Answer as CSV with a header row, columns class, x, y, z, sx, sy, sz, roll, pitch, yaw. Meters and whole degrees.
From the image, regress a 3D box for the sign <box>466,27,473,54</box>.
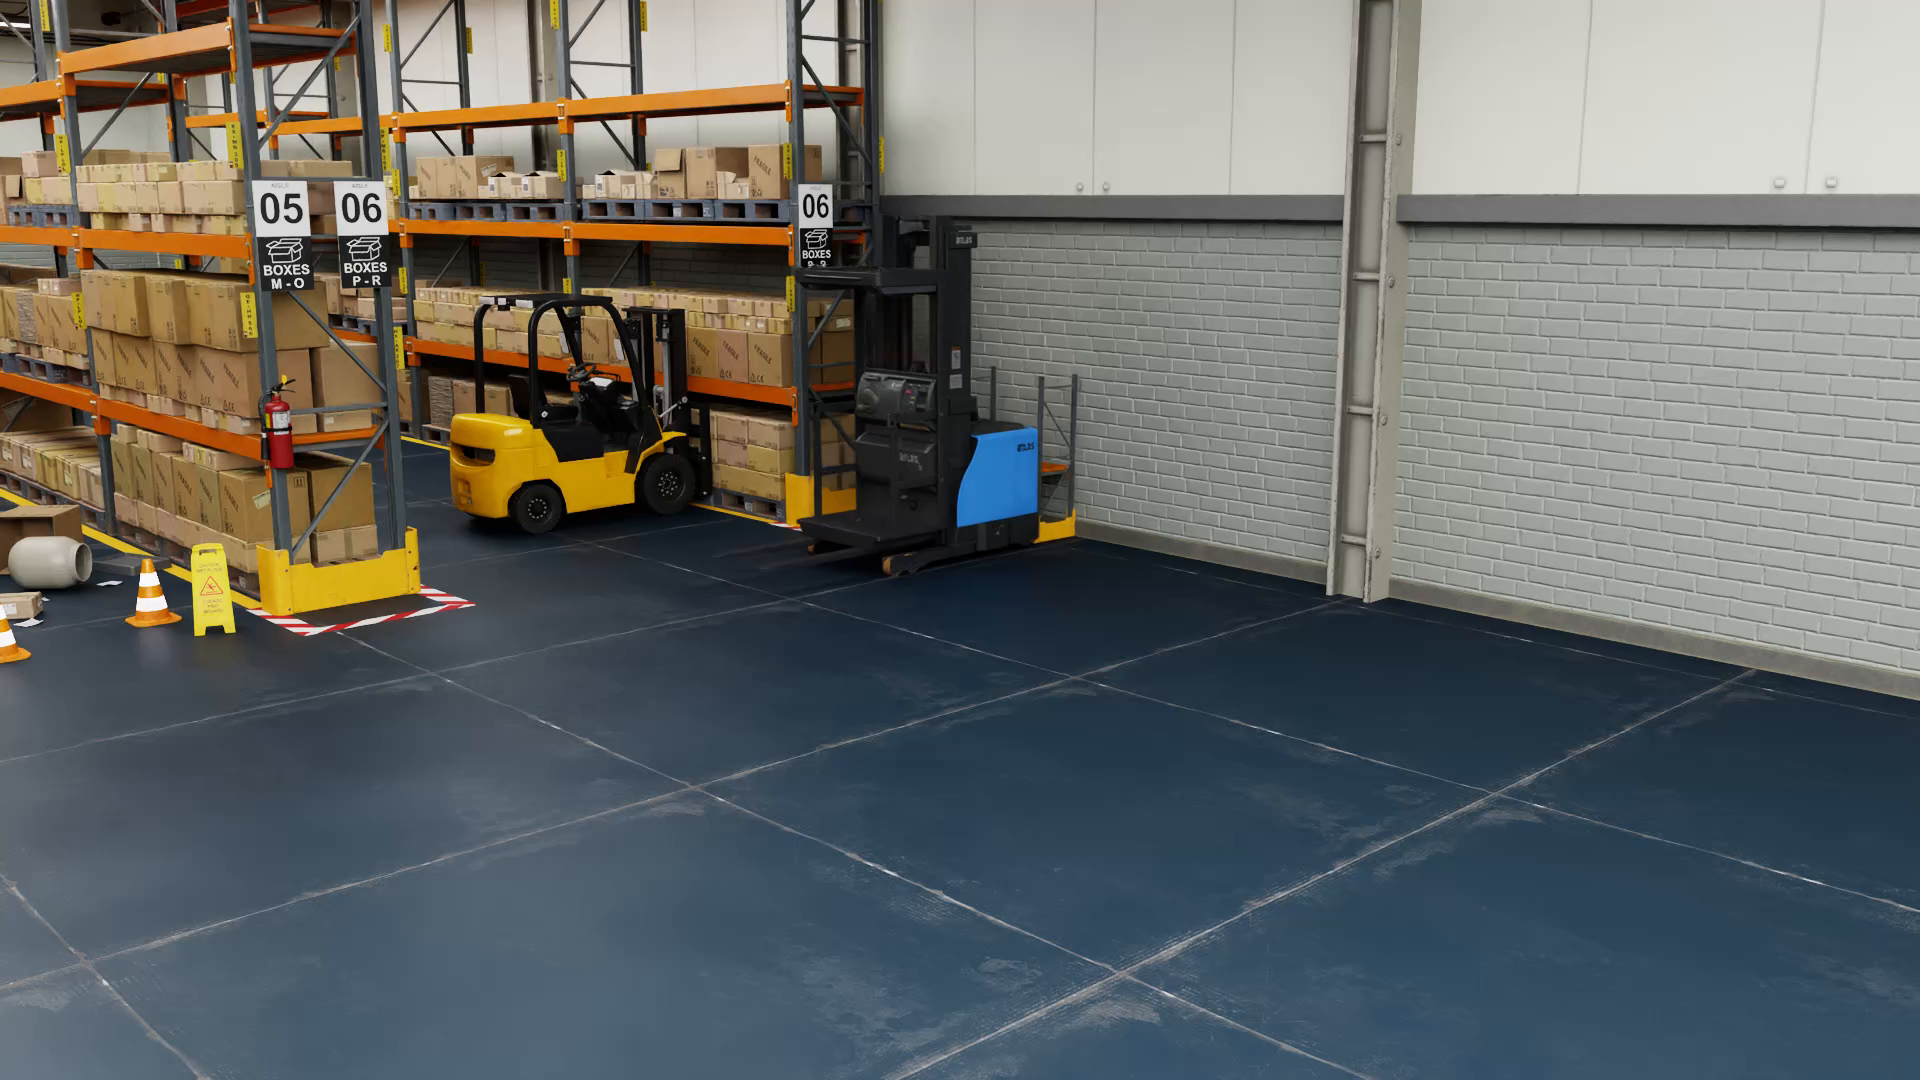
class,x,y,z,sx,sy,sz,roll,pitch,yaw
sign,-6.297,-6.400,21.305,0.100,0.325,0.005,-11,16,-43

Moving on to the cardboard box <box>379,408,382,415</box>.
class,x,y,z,sx,sy,sz,roll,pitch,yaw
cardboard box,-7.482,-1.936,22.368,0.500,0.500,0.500,-11,16,-43

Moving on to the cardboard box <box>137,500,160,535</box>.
class,x,y,z,sx,sy,sz,roll,pitch,yaw
cardboard box,-6.932,-0.231,14.713,0.500,0.250,0.500,-10,15,-39

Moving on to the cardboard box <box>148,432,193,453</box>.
class,x,y,z,sx,sy,sz,roll,pitch,yaw
cardboard box,-6.722,-0.853,14.262,0.380,0.149,0.250,-10,15,-39

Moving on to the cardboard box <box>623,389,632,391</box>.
class,x,y,z,sx,sy,sz,roll,pitch,yaw
cardboard box,-3.454,-1.569,18.726,0.500,0.250,0.500,-10,16,-41

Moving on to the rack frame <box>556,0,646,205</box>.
class,x,y,z,sx,sy,sz,roll,pitch,yaw
rack frame,-3.934,-5.203,18.204,1.000,3.000,0.127,-11,16,-43

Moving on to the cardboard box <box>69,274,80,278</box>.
class,x,y,z,sx,sy,sz,roll,pitch,yaw
cardboard box,-8.950,-2.675,17.167,0.250,0.149,0.380,11,16,42

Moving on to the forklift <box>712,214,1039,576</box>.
class,x,y,z,sx,sy,sz,roll,pitch,yaw
forklift,-0.698,-1.251,14.061,3.031,2.935,1.130,-11,16,-43

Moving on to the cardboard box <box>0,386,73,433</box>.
class,x,y,z,sx,sy,sz,roll,pitch,yaw
cardboard box,-10.701,-1.434,19.000,0.875,0.875,0.875,-11,16,-43

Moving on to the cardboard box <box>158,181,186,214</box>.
class,x,y,z,sx,sy,sz,roll,pitch,yaw
cardboard box,-6.015,-2.716,13.200,0.500,0.250,0.500,-10,16,-41

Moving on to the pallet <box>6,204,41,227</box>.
class,x,y,z,sx,sy,sz,roll,pitch,yaw
pallet,-8.589,-3.206,16.407,1.213,0.211,1.003,-11,16,-43

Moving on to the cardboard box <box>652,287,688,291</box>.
class,x,y,z,sx,sy,sz,roll,pitch,yaw
cardboard box,-3.159,-2.693,18.298,0.380,0.149,0.250,-11,16,-43

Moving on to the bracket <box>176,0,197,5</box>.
class,x,y,z,sx,sy,sz,roll,pitch,yaw
bracket,-11.610,-8.748,26.489,0.076,0.066,4.783,-11,16,-43

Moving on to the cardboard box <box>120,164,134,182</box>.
class,x,y,z,sx,sy,sz,roll,pitch,yaw
cardboard box,-6.793,-3.073,13.944,0.250,0.149,0.380,11,16,43

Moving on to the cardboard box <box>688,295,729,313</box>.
class,x,y,z,sx,sy,sz,roll,pitch,yaw
cardboard box,-2.525,-2.389,16.818,0.380,0.149,0.250,-10,16,-41

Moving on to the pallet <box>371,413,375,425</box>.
class,x,y,z,sx,sy,sz,roll,pitch,yaw
pallet,-8.023,-1.775,23.342,1.003,0.211,1.213,-11,16,-43

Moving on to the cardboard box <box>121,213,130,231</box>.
class,x,y,z,sx,sy,sz,roll,pitch,yaw
cardboard box,-6.948,-2.730,14.257,0.380,0.149,0.250,-10,15,-41

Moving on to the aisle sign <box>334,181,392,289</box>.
class,x,y,z,sx,sy,sz,roll,pitch,yaw
aisle sign,-4.492,-2.296,12.519,0.394,0.787,0.004,-11,16,-43

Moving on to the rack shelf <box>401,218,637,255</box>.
class,x,y,z,sx,sy,sz,roll,pitch,yaw
rack shelf,-5.315,-3.673,19.996,1.077,0.370,4.000,-11,16,-43

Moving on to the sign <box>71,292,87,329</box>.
class,x,y,z,sx,sy,sz,roll,pitch,yaw
sign,-7.920,-2.062,14.954,0.100,0.325,0.005,-11,16,-43

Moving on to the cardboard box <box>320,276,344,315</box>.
class,x,y,z,sx,sy,sz,roll,pitch,yaw
cardboard box,-8.387,-3.395,23.007,0.700,0.500,0.500,-11,16,-43

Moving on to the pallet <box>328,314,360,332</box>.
class,x,y,z,sx,sy,sz,roll,pitch,yaw
pallet,-8.043,-3.038,23.036,1.003,0.211,1.213,-11,16,-43

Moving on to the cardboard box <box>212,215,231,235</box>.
class,x,y,z,sx,sy,sz,roll,pitch,yaw
cardboard box,-5.403,-2.380,12.556,0.380,0.149,0.250,-11,16,-42

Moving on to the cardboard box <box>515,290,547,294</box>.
class,x,y,z,sx,sy,sz,roll,pitch,yaw
cardboard box,-5.251,-2.975,20.399,0.380,0.149,0.250,-10,15,-41

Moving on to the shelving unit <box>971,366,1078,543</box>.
class,x,y,z,sx,sy,sz,roll,pitch,yaw
shelving unit,0.503,-0.821,15.462,1.083,1.500,0.587,12,15,43

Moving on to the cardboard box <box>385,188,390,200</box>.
class,x,y,z,sx,sy,sz,roll,pitch,yaw
cardboard box,-7.280,-4.498,21.600,0.250,0.149,0.380,11,16,44

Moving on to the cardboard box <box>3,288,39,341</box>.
class,x,y,z,sx,sy,sz,roll,pitch,yaw
cardboard box,-9.404,-2.307,16.989,0.500,0.500,0.500,-11,16,-42

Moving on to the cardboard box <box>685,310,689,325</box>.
class,x,y,z,sx,sy,sz,roll,pitch,yaw
cardboard box,-2.624,-2.292,17.086,0.380,0.149,0.250,-11,16,-43

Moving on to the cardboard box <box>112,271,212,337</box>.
class,x,y,z,sx,sy,sz,roll,pitch,yaw
cardboard box,-6.710,-2.008,14.099,0.700,0.500,0.500,-11,16,-44

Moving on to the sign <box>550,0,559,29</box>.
class,x,y,z,sx,sy,sz,roll,pitch,yaw
sign,-4.318,-5.622,17.726,0.100,0.325,0.005,-11,16,-43

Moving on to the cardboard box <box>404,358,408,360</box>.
class,x,y,z,sx,sy,sz,roll,pitch,yaw
cardboard box,-7.763,-2.448,23.247,0.380,0.149,0.250,-11,16,-42

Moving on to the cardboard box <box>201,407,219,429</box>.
class,x,y,z,sx,sy,sz,roll,pitch,yaw
cardboard box,-5.788,-0.986,13.224,0.380,0.149,0.250,-11,16,-42

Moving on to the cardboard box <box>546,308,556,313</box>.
class,x,y,z,sx,sy,sz,roll,pitch,yaw
cardboard box,-4.522,-2.686,18.996,0.380,0.149,0.250,-11,16,-43

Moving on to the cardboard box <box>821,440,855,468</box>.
class,x,y,z,sx,sy,sz,roll,pitch,yaw
cardboard box,-1.346,-0.882,16.634,0.500,0.250,0.500,-11,16,-42

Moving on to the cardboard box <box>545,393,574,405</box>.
class,x,y,z,sx,sy,sz,roll,pitch,yaw
cardboard box,-4.302,-1.382,19.368,0.875,0.625,0.625,-10,15,-40

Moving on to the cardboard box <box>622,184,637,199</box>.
class,x,y,z,sx,sy,sz,roll,pitch,yaw
cardboard box,-3.313,-3.646,17.412,0.380,0.149,0.250,-10,15,-41

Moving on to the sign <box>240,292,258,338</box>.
class,x,y,z,sx,sy,sz,roll,pitch,yaw
sign,-5.174,-1.636,12.106,0.100,0.325,0.005,-11,16,-43

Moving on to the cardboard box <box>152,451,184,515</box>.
class,x,y,z,sx,sy,sz,roll,pitch,yaw
cardboard box,-6.574,-0.523,14.268,0.500,0.500,0.500,-10,15,-40

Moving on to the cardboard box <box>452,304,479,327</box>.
class,x,y,z,sx,sy,sz,roll,pitch,yaw
cardboard box,-5.873,-2.769,20.389,0.500,0.250,0.500,11,16,44

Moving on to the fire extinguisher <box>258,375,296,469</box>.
class,x,y,z,sx,sy,sz,roll,pitch,yaw
fire extinguisher,-5.013,-0.870,12.231,0.296,0.674,0.183,-11,16,-43

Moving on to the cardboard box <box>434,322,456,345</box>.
class,x,y,z,sx,sy,sz,roll,pitch,yaw
cardboard box,-6.223,-2.602,20.819,0.500,0.250,0.500,-11,16,-44

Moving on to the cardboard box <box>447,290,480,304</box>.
class,x,y,z,sx,sy,sz,roll,pitch,yaw
cardboard box,-6.118,-3.019,20.613,0.380,0.149,0.250,-11,16,-42

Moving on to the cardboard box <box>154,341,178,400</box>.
class,x,y,z,sx,sy,sz,roll,pitch,yaw
cardboard box,-6.355,-1.448,13.860,0.500,0.500,0.500,-11,16,-42

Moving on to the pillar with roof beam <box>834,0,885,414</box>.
class,x,y,z,sx,sy,sz,roll,pitch,yaw
pillar with roof beam,-4.114,-4.247,13.561,9.100,9.000,0.400,-11,16,-43

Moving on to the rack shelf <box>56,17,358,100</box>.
class,x,y,z,sx,sy,sz,roll,pitch,yaw
rack shelf,-6.140,-3.865,13.500,1.077,0.370,4.000,-11,16,-43

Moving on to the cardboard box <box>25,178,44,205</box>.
class,x,y,z,sx,sy,sz,roll,pitch,yaw
cardboard box,-8.727,-3.388,16.159,0.500,0.250,0.500,-11,16,-42

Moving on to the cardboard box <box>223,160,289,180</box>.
class,x,y,z,sx,sy,sz,roll,pitch,yaw
cardboard box,-5.206,-2.734,12.298,0.380,0.149,0.250,-11,16,-42

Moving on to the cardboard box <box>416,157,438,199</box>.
class,x,y,z,sx,sy,sz,roll,pitch,yaw
cardboard box,-6.372,-4.482,20.599,0.500,0.500,0.500,-11,16,-42

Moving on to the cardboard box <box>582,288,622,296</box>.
class,x,y,z,sx,sy,sz,roll,pitch,yaw
cardboard box,-3.928,-2.689,18.277,0.380,0.149,0.250,-10,16,-41

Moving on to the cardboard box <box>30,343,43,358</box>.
class,x,y,z,sx,sy,sz,roll,pitch,yaw
cardboard box,-9.113,-1.923,16.732,0.380,0.149,0.250,-10,15,-41

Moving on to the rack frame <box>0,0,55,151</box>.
class,x,y,z,sx,sy,sz,roll,pitch,yaw
rack frame,-10.284,-5.095,17.677,1.000,3.000,0.127,-11,16,-43

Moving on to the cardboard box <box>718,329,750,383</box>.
class,x,y,z,sx,sy,sz,roll,pitch,yaw
cardboard box,-2.053,-1.842,16.510,0.500,0.500,0.500,-10,15,-41

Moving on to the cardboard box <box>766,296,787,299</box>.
class,x,y,z,sx,sy,sz,roll,pitch,yaw
cardboard box,-1.758,-2.390,16.823,0.380,0.149,0.250,-11,16,-42

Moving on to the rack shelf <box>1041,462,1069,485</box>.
class,x,y,z,sx,sy,sz,roll,pitch,yaw
rack shelf,0.506,-0.643,15.490,1.000,0.185,0.538,12,15,43
